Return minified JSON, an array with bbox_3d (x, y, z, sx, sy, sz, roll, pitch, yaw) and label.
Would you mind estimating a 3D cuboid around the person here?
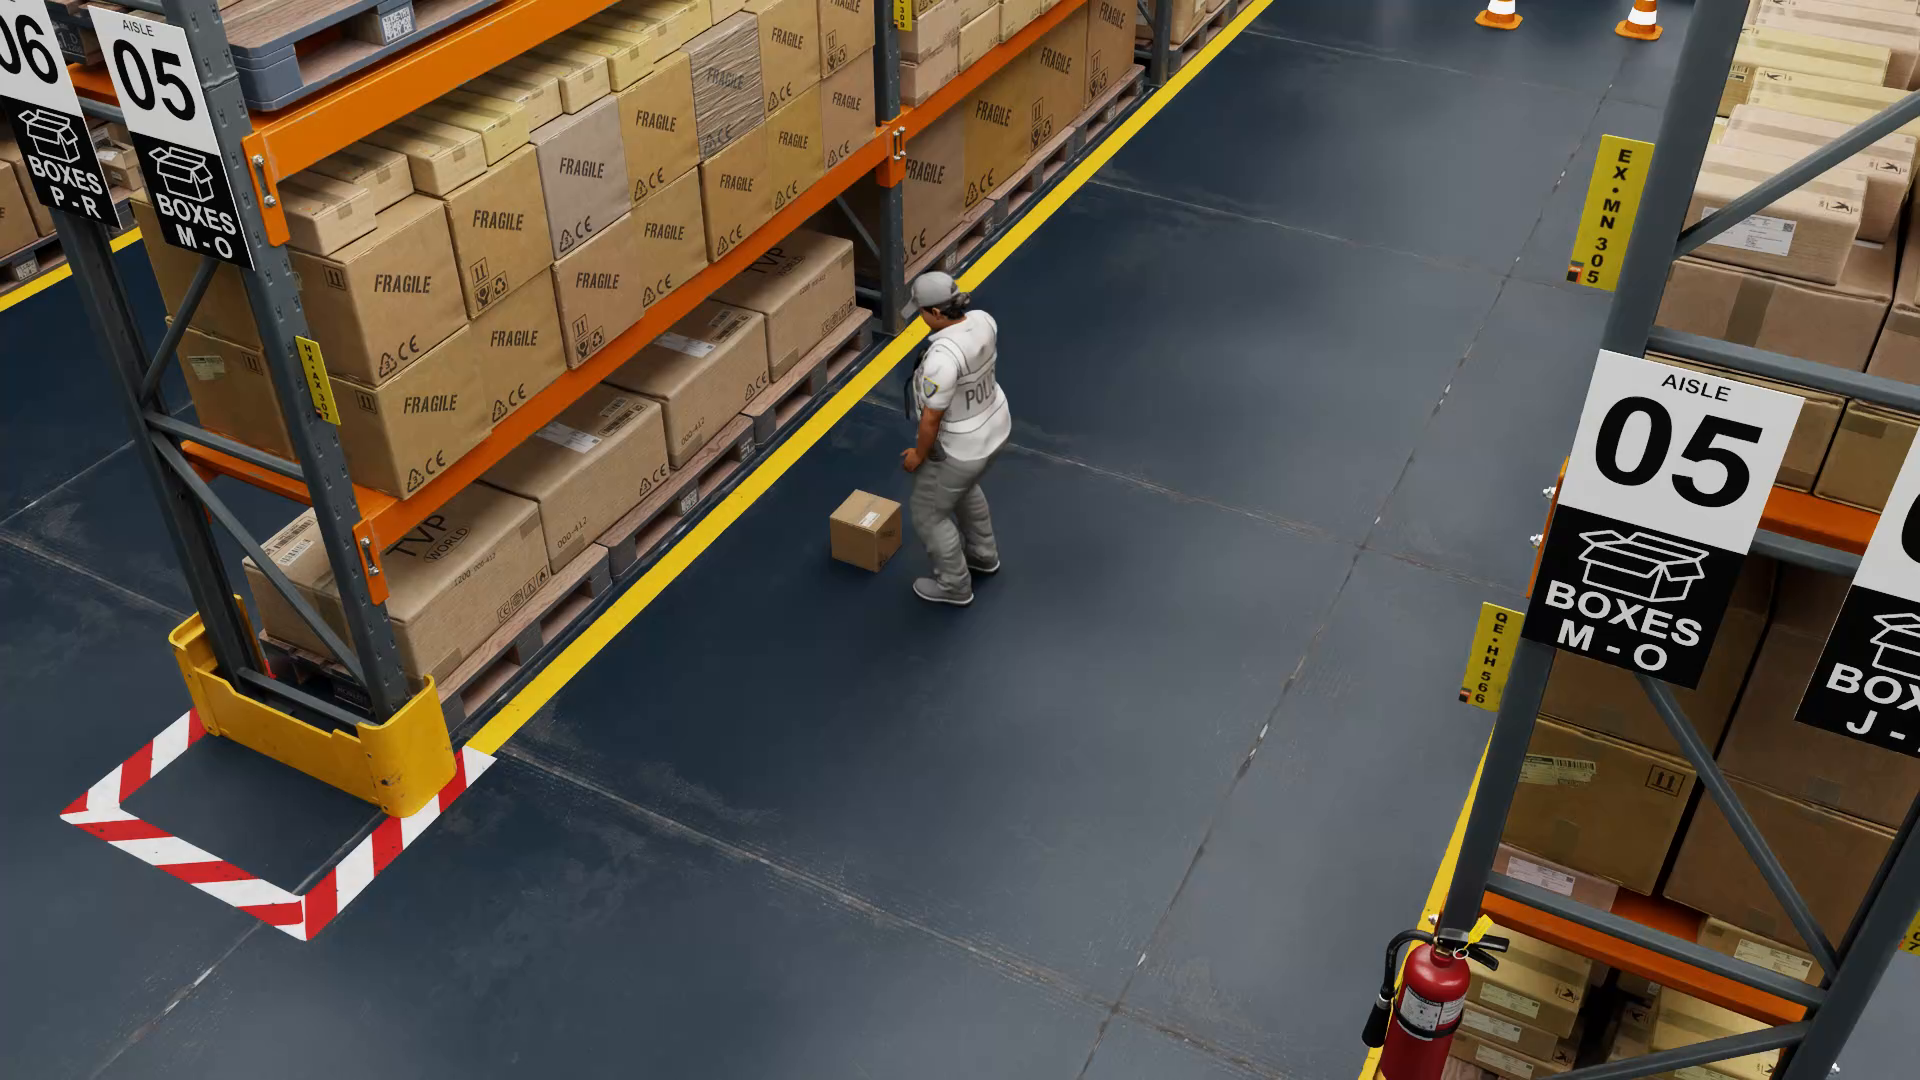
[{"bbox_3d":[-0.033,-0.433,7.332,0.452,1.633,0.489,19,42,22],"label":"person"}]
